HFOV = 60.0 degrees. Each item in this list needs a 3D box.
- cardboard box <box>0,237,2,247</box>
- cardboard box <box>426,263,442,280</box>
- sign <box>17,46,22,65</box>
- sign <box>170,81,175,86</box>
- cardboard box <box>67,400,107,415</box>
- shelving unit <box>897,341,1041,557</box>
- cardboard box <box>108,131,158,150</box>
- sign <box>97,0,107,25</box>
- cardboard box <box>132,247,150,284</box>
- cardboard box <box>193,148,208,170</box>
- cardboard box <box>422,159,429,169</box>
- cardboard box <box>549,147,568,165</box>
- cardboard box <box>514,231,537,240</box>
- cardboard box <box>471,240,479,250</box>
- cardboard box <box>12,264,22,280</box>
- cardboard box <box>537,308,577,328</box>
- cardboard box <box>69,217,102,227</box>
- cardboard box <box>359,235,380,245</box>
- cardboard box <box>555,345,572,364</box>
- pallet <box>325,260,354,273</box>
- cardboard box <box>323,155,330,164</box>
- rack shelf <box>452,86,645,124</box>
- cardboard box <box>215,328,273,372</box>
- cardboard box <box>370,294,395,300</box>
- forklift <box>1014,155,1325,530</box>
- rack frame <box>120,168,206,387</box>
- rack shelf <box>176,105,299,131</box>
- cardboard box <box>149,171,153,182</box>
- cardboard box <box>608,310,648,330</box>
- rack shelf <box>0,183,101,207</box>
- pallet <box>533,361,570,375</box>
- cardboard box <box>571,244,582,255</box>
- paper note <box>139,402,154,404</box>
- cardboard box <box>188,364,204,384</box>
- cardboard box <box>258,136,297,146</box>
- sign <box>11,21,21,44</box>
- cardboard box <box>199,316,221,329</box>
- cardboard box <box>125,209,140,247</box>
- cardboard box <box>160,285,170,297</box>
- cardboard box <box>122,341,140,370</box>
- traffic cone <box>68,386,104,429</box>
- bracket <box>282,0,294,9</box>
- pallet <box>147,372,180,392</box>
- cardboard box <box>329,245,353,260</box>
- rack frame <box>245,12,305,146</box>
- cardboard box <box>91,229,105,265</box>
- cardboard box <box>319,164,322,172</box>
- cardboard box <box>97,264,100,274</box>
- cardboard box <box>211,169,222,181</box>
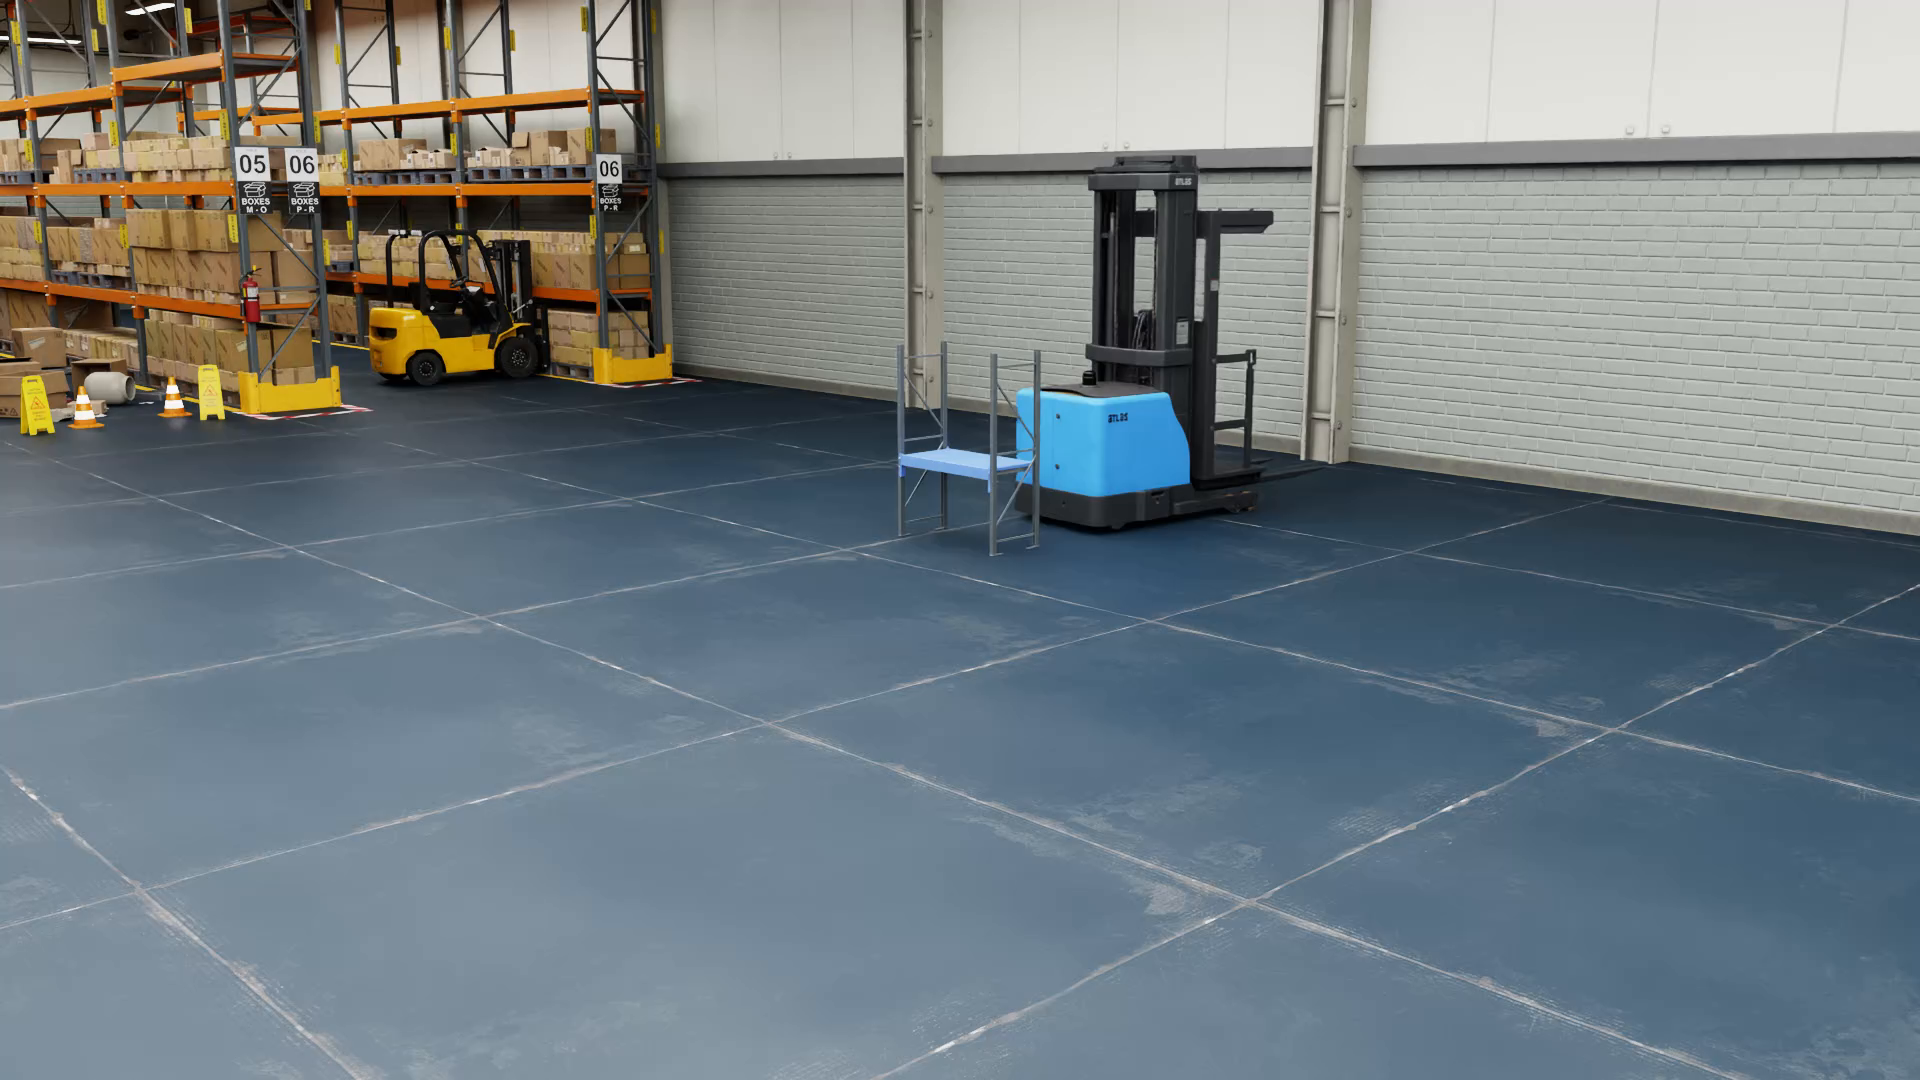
[{"bbox_3d":[-15.827,-5.151,27.754,0.500,0.500,0.500,11,16,44],"label":"cardboard box"},{"bbox_3d":[-8.416,-4.422,27.311,0.500,0.250,0.500,-11,16,-43],"label":"cardboard box"},{"bbox_3d":[-16.255,-8.373,28.738,0.100,0.325,0.005,-11,16,-43],"label":"sign"},{"bbox_3d":[-16.207,-9.496,34.189,0.100,0.325,0.005,-11,16,-43],"label":"sign"},{"bbox_3d":[-10.718,-1.623,20.419,0.380,0.149,0.250,-3,12,-13],"label":"cardboard box"},{"bbox_3d":[0.059,-0.722,12.700,0.538,1.500,1.048,-11,16,-43],"label":"shelving unit"},{"bbox_3d":[-11.607,-5.606,23.347,0.500,0.250,0.500,-10,16,-41],"label":"cardboard box"},{"bbox_3d":[-11.512,-7.088,22.308,0.100,0.325,0.005,-11,16,-43],"label":"sign"},{"bbox_3d":[-11.012,-3.785,22.863,0.500,0.500,0.500,-11,16,-43],"label":"cardboard box"},{"bbox_3d":[-9.237,-4.763,20.799,0.500,0.250,0.500,-11,16,-43],"label":"cardboard box"},{"bbox_3d":[-8.506,-6.104,27.007,0.380,0.149,0.250,-11,16,-43],"label":"cardboard box"},{"bbox_3d":[-5.732,-5.575,24.149,0.396,0.266,0.258,-11,16,-42],"label":"cardboard box"},{"bbox_3d":[-6.575,-4.633,25.372,0.380,0.149,0.250,-11,16,-43],"label":"cardboard box"},{"bbox_3d":[-7.497,-4.669,26.284,0.380,0.149,0.250,-11,16,-43],"label":"cardboard box"},{"bbox_3d":[-15.114,-4.389,27.153,0.500,0.250,0.500,-11,16,-43],"label":"cardboard box"},{"bbox_3d":[-6.021,-3.320,24.887,0.500,0.250,0.500,-11,16,-42],"label":"cardboard box"},{"bbox_3d":[-14.041,-4.922,26.640,0.500,0.500,0.500,11,16,43],"label":"cardboard box"},{"bbox_3d":[-10.282,-5.248,29.096,0.380,0.149,0.250,-10,15,-41],"label":"cardboard box"},{"bbox_3d":[-5.654,-2.759,24.642,0.500,0.250,0.500,-11,16,-43],"label":"cardboard box"},{"bbox_3d":[-10.808,-4.964,30.049,1.213,0.211,1.003,-11,16,-43],"label":"pallet"},{"bbox_3d":[-11.211,-6.843,29.903,0.380,0.149,0.250,-11,16,-43],"label":"cardboard box"},{"bbox_3d":[-6.146,-6.483,24.854,1.077,0.370,4.000,-11,16,-43],"label":"rack shelf"},{"bbox_3d":[-9.094,-2.416,21.120,0.500,0.500,0.500,-11,16,-42],"label":"cardboard box"},{"bbox_3d":[-10.588,-4.430,30.527,0.380,0.149,0.250,-10,15,-41],"label":"cardboard box"},{"bbox_3d":[1.911,-1.733,14.060,3.031,2.935,1.130,-9,15,-38],"label":"forklift"},{"bbox_3d":[-11.115,-3.693,23.403,1.000,3.000,0.127,-11,16,-43],"label":"rack frame"},{"bbox_3d":[-14.433,-8.429,33.314,1.077,0.370,4.000,-11,16,-43],"label":"rack shelf"},{"bbox_3d":[-10.685,-4.893,22.415,0.380,0.149,0.250,-11,16,-43],"label":"cardboard box"},{"bbox_3d":[-4.960,-3.247,24.532,0.500,0.250,0.500,-11,16,-43],"label":"cardboard box"},{"bbox_3d":[-15.258,-5.685,27.423,1.077,0.370,4.000,-11,16,-43],"label":"rack shelf"},{"bbox_3d":[-6.161,-2.720,25.588,1.003,0.211,1.213,-11,16,-43],"label":"pallet"},{"bbox_3d":[-5.405,-4.213,24.071,0.380,0.149,0.250,-11,16,-42],"label":"cardboard box"},{"bbox_3d":[-10.492,-1.776,21.455,0.148,0.019,0.142,6,13,26],"label":"paper note"},{"bbox_3d":[-9.822,-2.201,21.934,0.500,0.250,0.500,11,16,43],"label":"cardboard box"},{"bbox_3d":[-8.450,-4.926,20.601,0.380,0.149,0.250,-11,16,-43],"label":"cardboard box"},{"bbox_3d":[-14.276,-7.672,25.143,0.100,0.325,0.005,-11,16,-43],"label":"sign"},{"bbox_3d":[-9.567,-2.815,21.449,0.380,0.149,0.250,-11,16,-42],"label":"cardboard box"},{"bbox_3d":[-10.968,-4.283,22.804,0.700,0.500,0.500,-11,16,-43],"label":"cardboard box"},{"bbox_3d":[-10.566,-3.374,22.478,0.380,0.149,0.250,-10,15,-41],"label":"cardboard box"},{"bbox_3d":[-11.479,-2.688,23.996,0.950,0.372,0.625,-11,16,-42],"label":"cardboard box"},{"bbox_3d":[-10.150,-1.545,19.266,0.336,0.463,0.334,-11,16,-43],"label":"traffic cone"},{"bbox_3d":[-12.851,-10.371,32.030,0.235,0.232,0.430,-11,16,-43],"label":"bracket"},{"bbox_3d":[-10.625,-2.234,23.233,1.003,0.211,1.213,-11,16,-43],"label":"pallet"},{"bbox_3d":[-11.252,-5.210,30.098,0.500,0.250,0.500,11,16,42],"label":"cardboard box"},{"bbox_3d":[-13.052,-8.491,31.825,1.000,3.000,0.127,-11,16,-43],"label":"rack frame"},{"bbox_3d":[-12.295,-4.277,24.213,0.500,0.500,0.500,-10,15,-41],"label":"cardboard box"},{"bbox_3d":[-11.376,-6.734,30.114,0.380,0.149,0.250,-11,16,-42],"label":"cardboard box"},{"bbox_3d":[-12.364,-3.963,24.296,0.380,0.149,0.250,-11,16,-43],"label":"cardboard box"},{"bbox_3d":[-8.996,-4.500,20.510,0.380,0.149,0.250,-11,16,-42],"label":"cardboard box"}]
